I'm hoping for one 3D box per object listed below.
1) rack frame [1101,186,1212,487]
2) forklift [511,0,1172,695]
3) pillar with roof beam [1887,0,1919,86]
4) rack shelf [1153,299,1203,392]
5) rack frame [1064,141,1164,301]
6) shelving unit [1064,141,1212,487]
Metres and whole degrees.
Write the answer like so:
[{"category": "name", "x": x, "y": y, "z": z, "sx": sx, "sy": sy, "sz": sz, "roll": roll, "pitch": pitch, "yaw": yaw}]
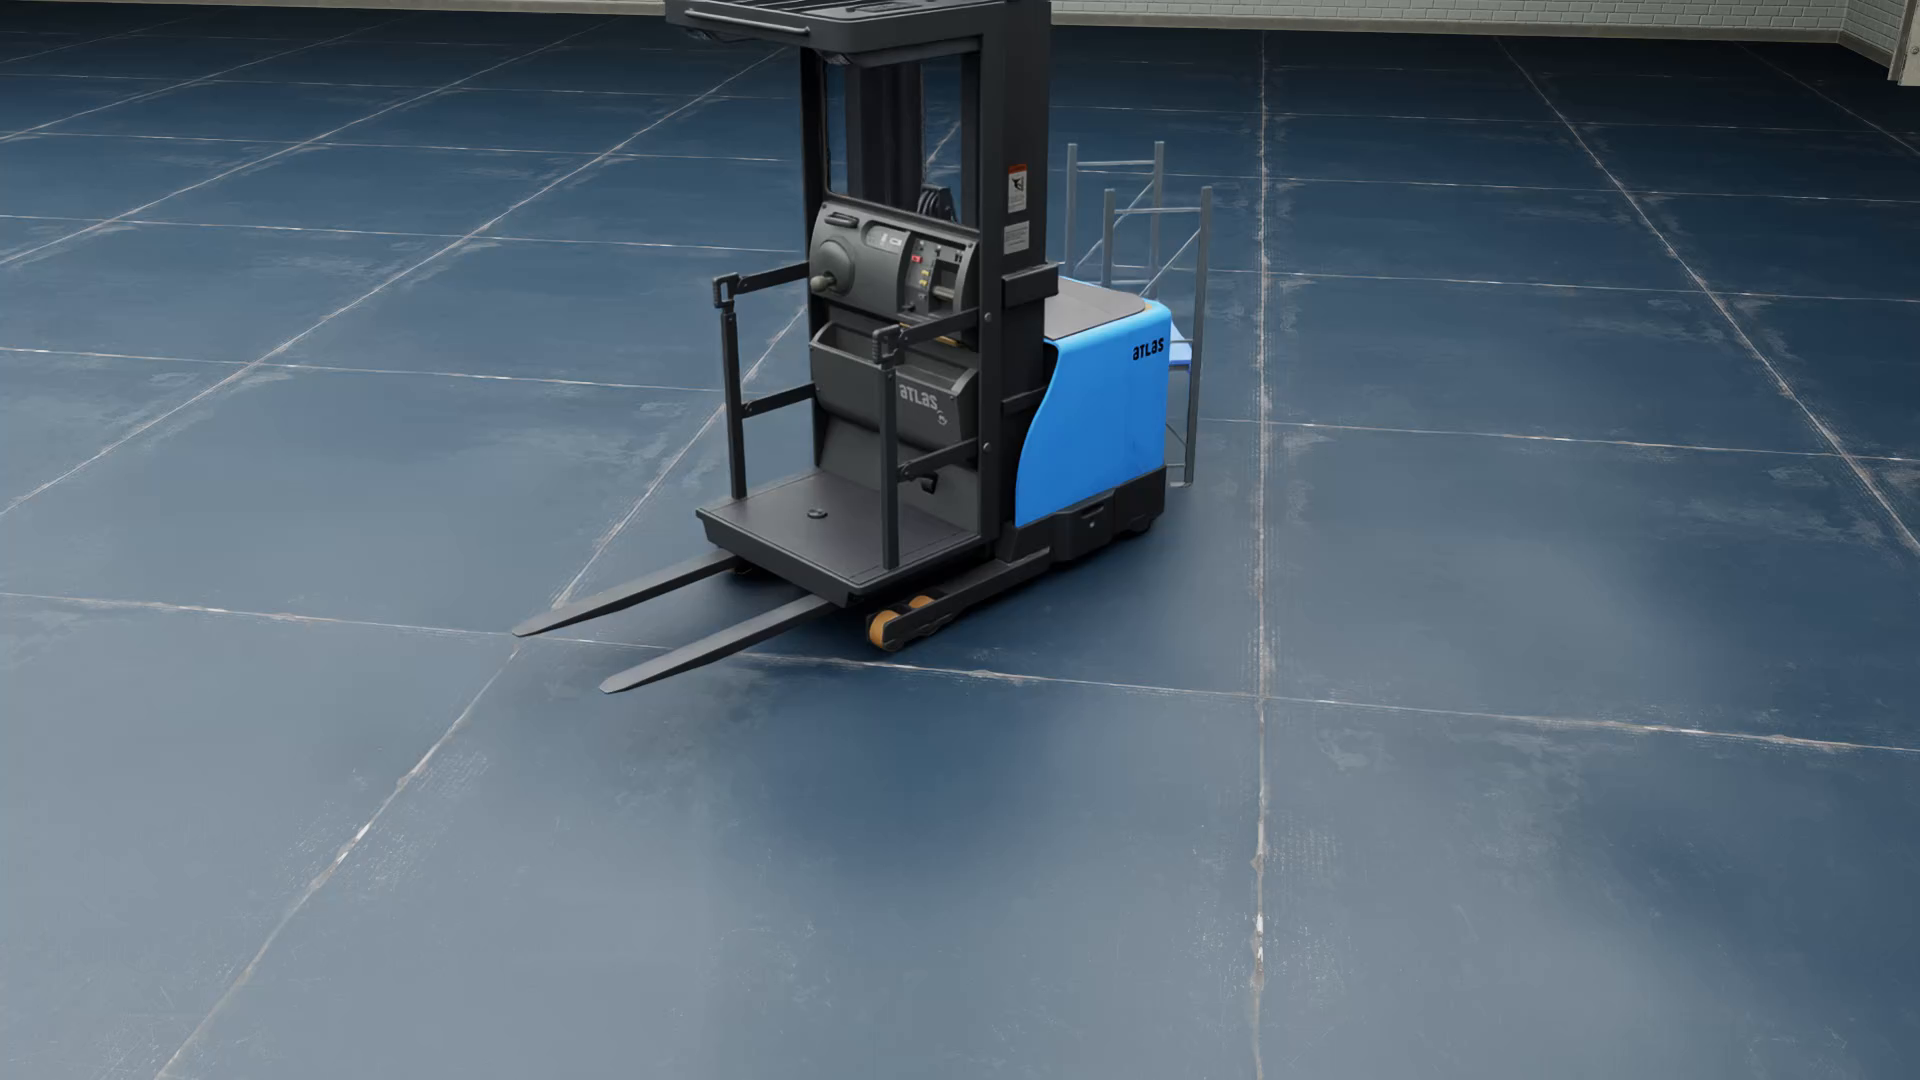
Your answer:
[{"category": "rack frame", "x": 0.918, "y": -0.946, "z": 8.002, "sx": 0.500, "sy": 1.500, "sz": 0.032, "roll": -3, "pitch": 25, "yaw": -6}, {"category": "forklift", "x": -0.435, "y": -1.119, "z": 6.683, "sx": 3.031, "sy": 2.935, "sz": 1.130, "roll": -23, "pitch": 33, "yaw": -39}, {"category": "pillar with roof beam", "x": 6.461, "y": -9.542, "z": 17.522, "sx": 9.100, "sy": 9.000, "sz": 0.400, "roll": 4, "pitch": 25, "yaw": 9}, {"category": "rack shelf", "x": 0.863, "y": -0.997, "z": 8.536, "sx": 0.538, "sy": 0.185, "sz": 1.000, "roll": -3, "pitch": 25, "yaw": -6}, {"category": "rack frame", "x": 0.808, "y": -1.375, "z": 8.917, "sx": 0.500, "sy": 1.500, "sz": 0.032, "roll": -3, "pitch": 25, "yaw": -6}, {"category": "shelving unit", "x": 0.863, "y": -1.160, "z": 8.460, "sx": 0.538, "sy": 1.500, "sz": 1.048, "roll": -3, "pitch": 25, "yaw": -6}]
